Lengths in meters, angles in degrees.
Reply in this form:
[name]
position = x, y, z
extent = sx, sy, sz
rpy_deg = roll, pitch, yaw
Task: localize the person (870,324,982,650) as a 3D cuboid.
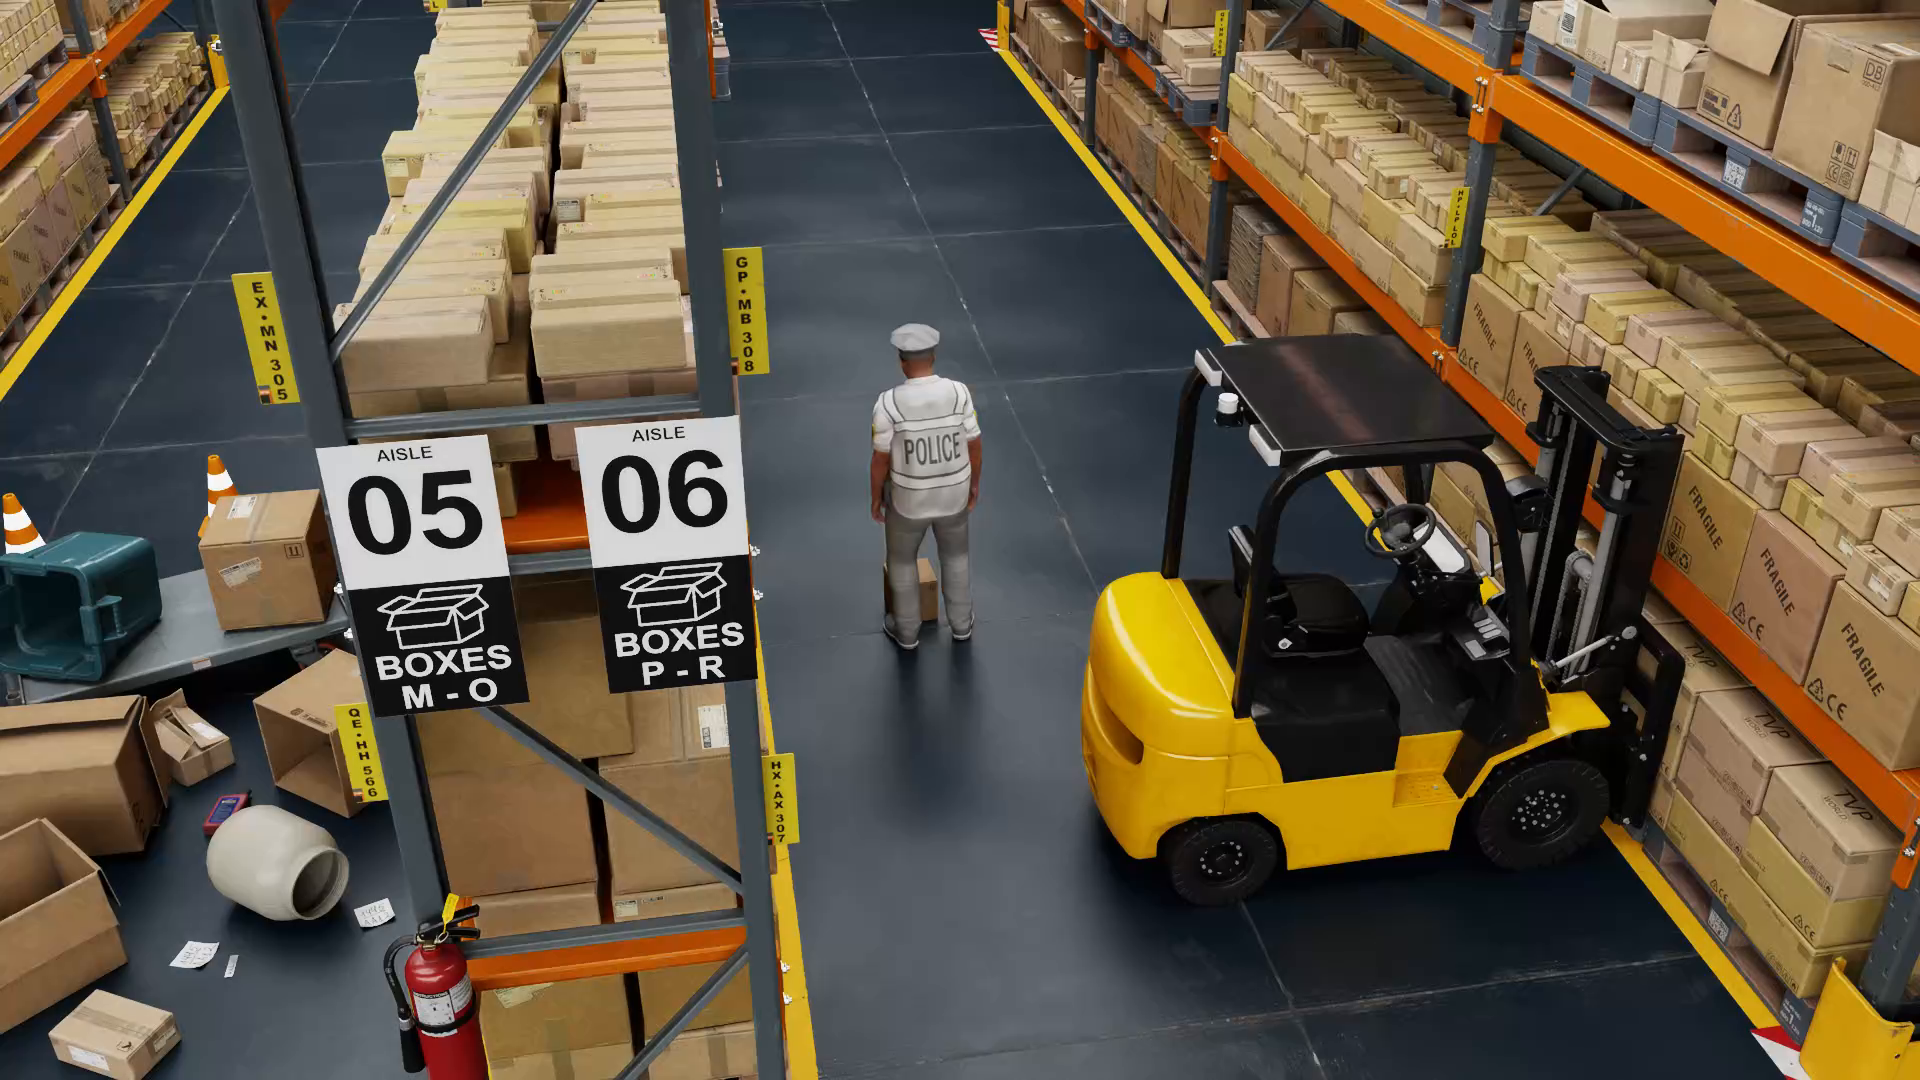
[person]
position = -0.172, -0.233, 8.526
extent = 0.584, 1.747, 0.438
rpy_deg = -8, 31, -13
